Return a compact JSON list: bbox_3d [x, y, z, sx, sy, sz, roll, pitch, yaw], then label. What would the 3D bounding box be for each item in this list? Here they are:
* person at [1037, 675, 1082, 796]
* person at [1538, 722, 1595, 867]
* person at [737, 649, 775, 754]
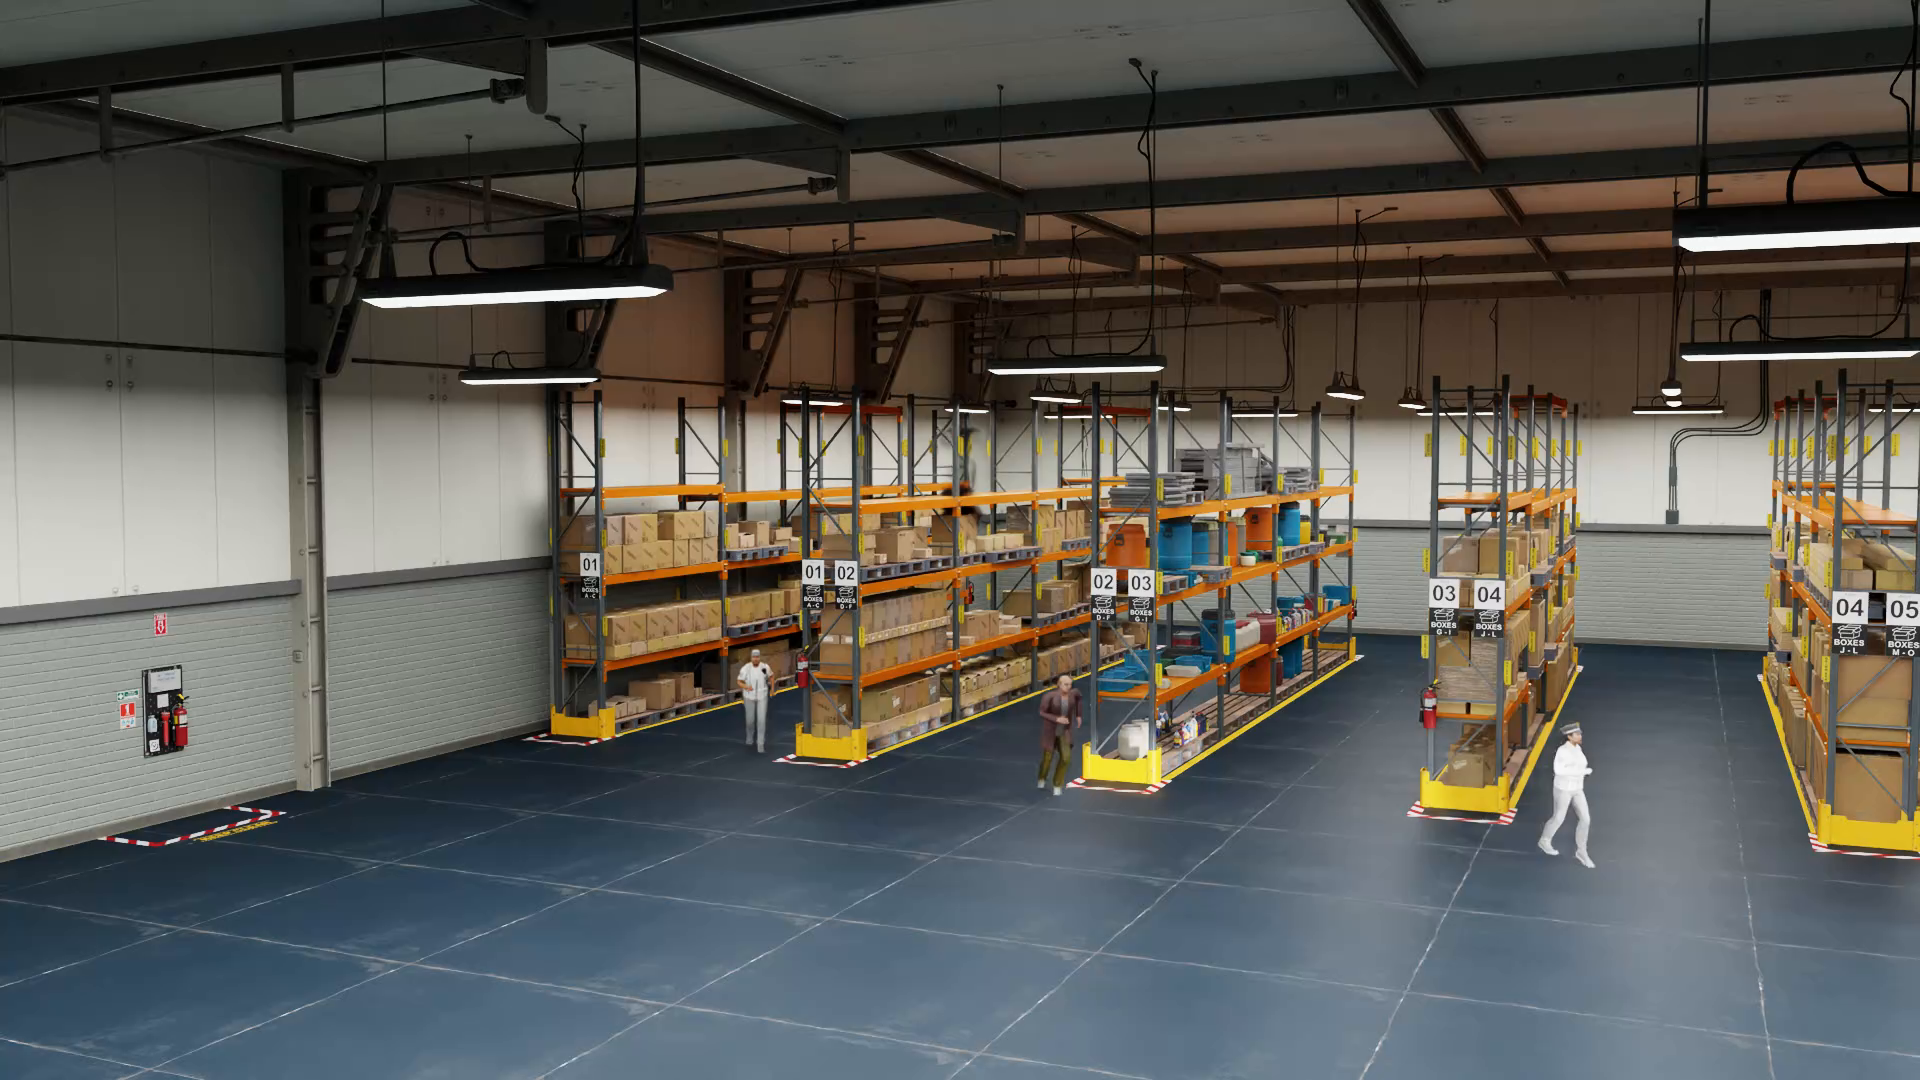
[{"bbox_3d":[1.450,2.845,24.094,0.763,1.830,0.914,-1,3,-17],"label":"person"},{"bbox_3d":[7.316,3.058,20.079,0.579,1.758,0.743,-2,4,-34],"label":"person"},{"bbox_3d":[-3.382,2.651,27.580,0.626,1.698,0.788,0,3,-8],"label":"person"}]
